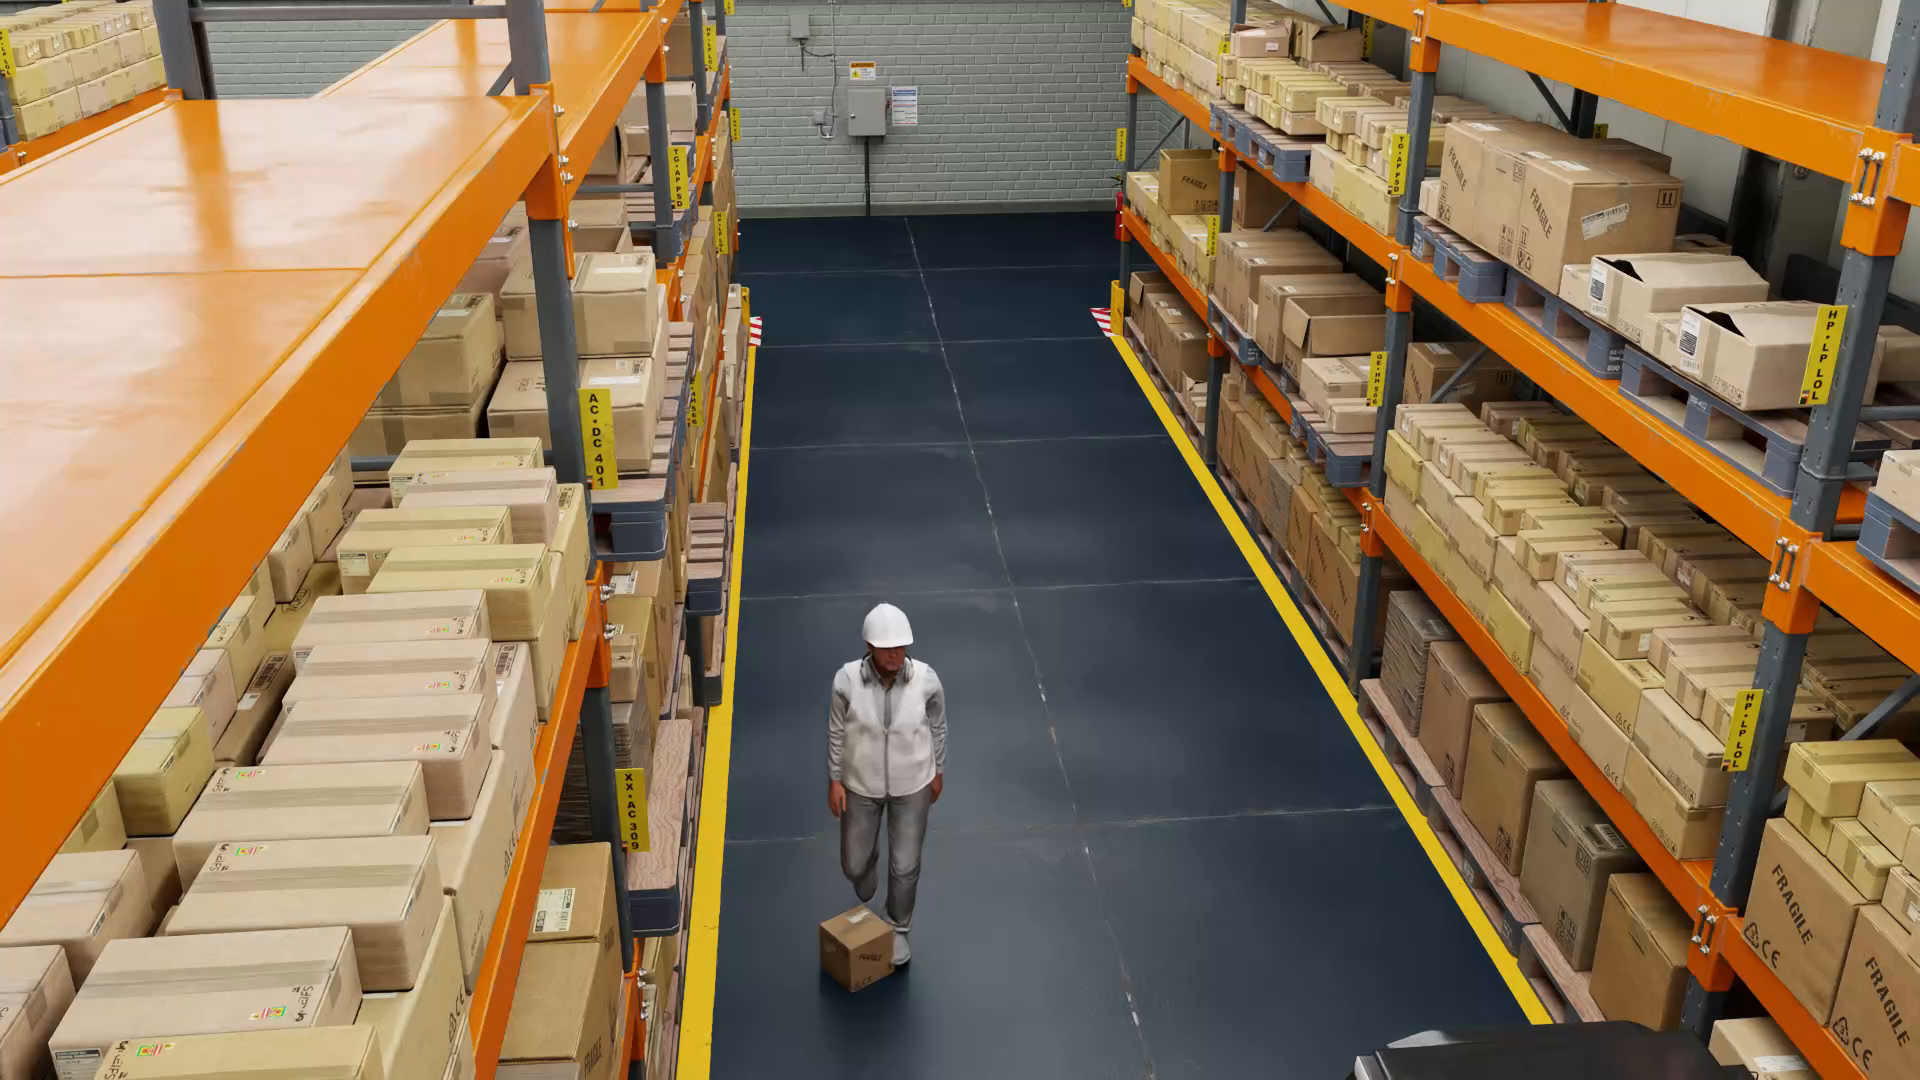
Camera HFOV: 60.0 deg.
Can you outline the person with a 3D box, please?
[{"bbox_3d":[-0.336,1.090,7.744,0.565,1.758,0.632,-2,24,-4],"label":"person"}]
